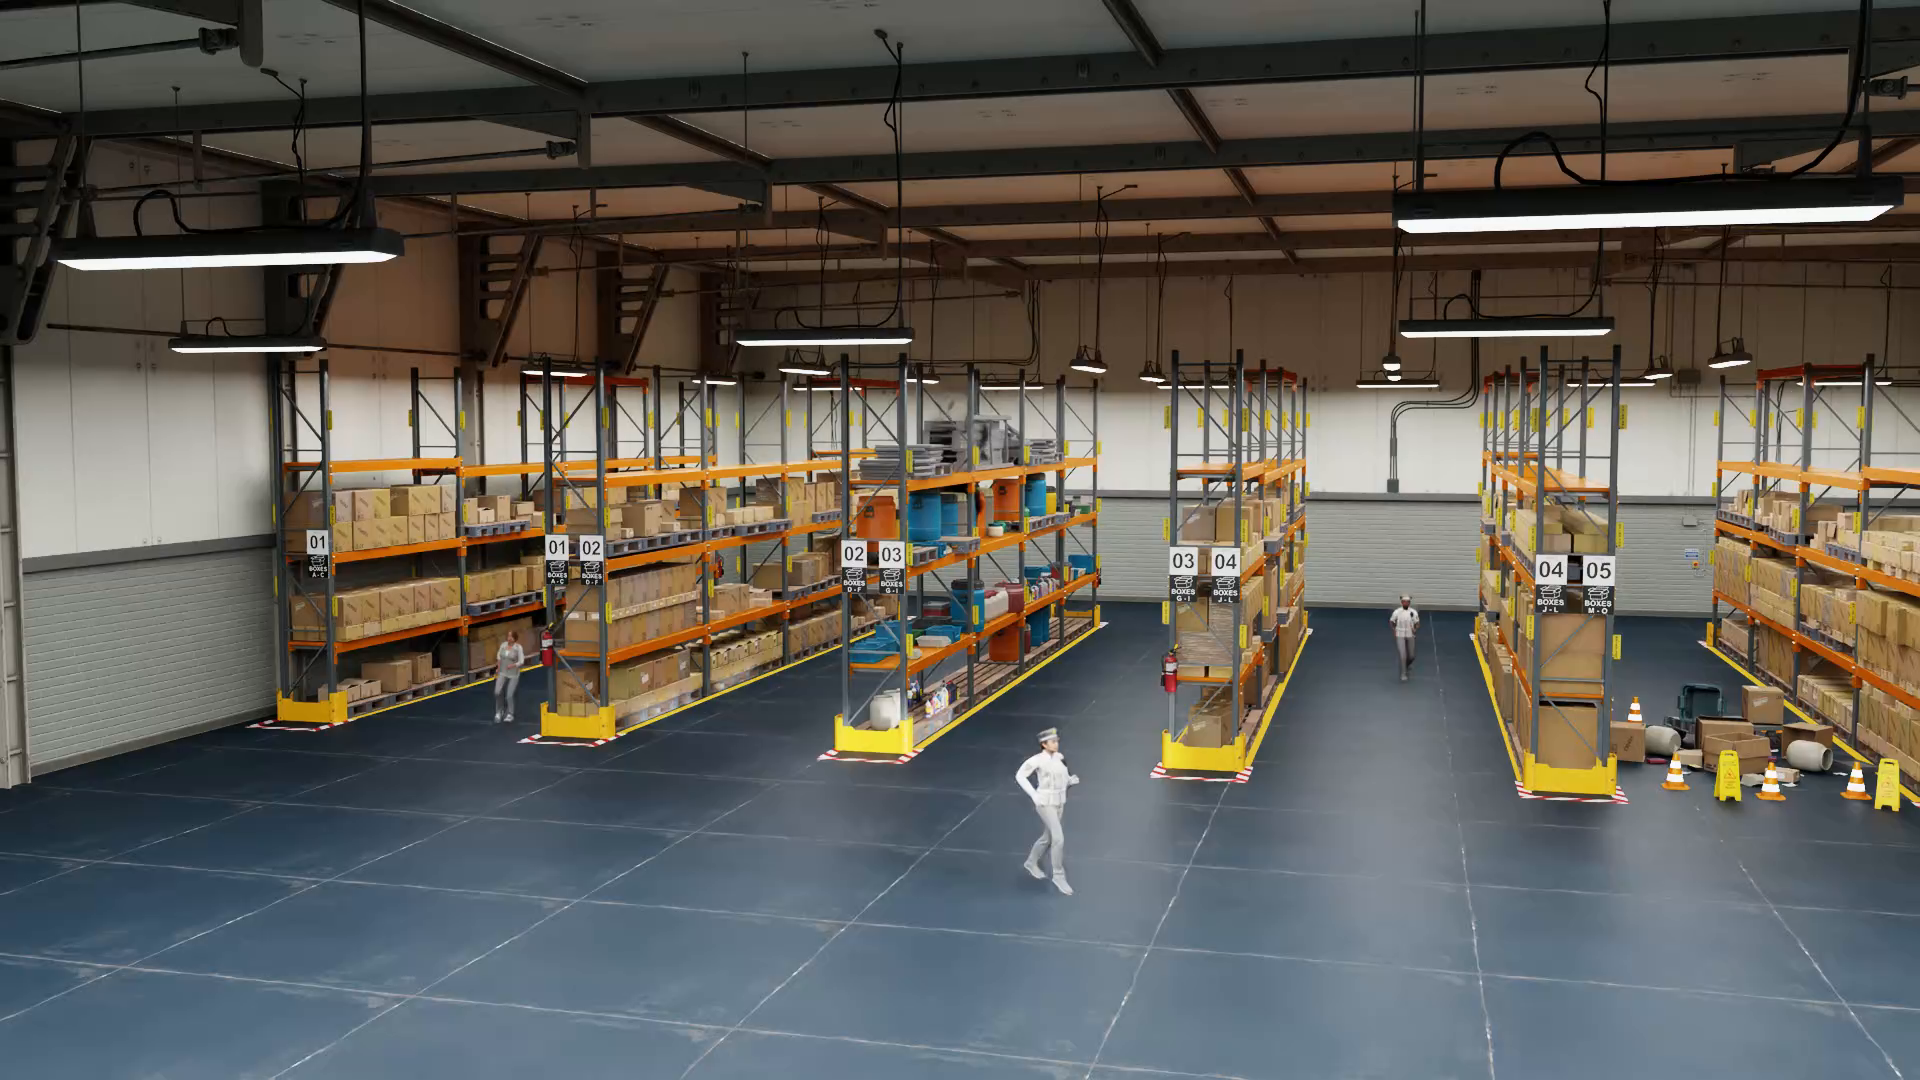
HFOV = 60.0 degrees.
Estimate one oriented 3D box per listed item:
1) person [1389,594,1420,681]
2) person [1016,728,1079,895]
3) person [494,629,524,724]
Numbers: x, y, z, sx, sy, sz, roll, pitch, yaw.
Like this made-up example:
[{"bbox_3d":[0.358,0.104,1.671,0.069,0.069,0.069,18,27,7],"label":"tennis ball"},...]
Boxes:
[{"bbox_3d":[8.595,1.863,32.157,0.581,1.650,0.701,1,4,9],"label":"person"},{"bbox_3d":[0.951,2.868,17.814,0.732,1.746,0.598,3,5,40],"label":"person"},{"bbox_3d":[-7.435,2.246,27.421,0.500,1.555,0.636,0,4,2],"label":"person"}]
